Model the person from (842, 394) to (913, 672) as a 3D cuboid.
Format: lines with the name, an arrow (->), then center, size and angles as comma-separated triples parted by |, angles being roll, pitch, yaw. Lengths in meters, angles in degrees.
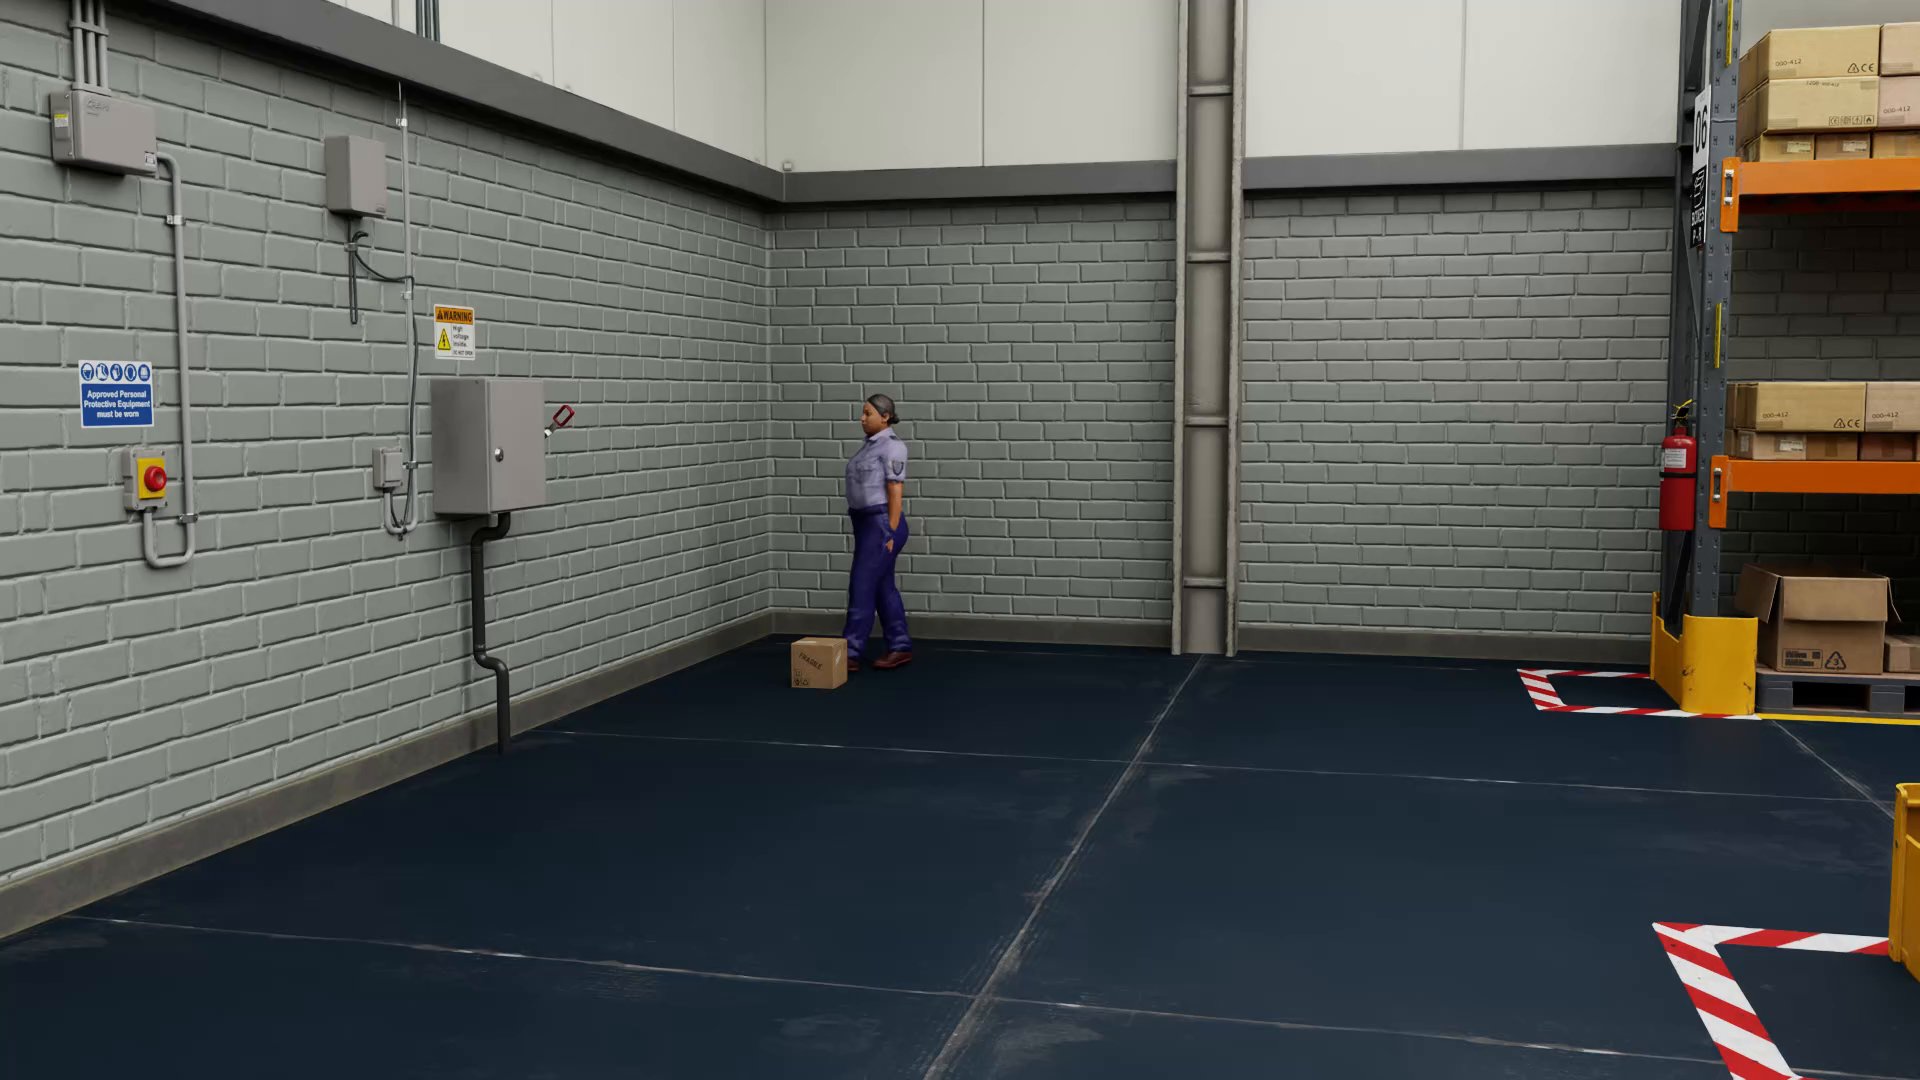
person -> -0.585, -0.046, 9.841 | 0.683, 1.634, 0.453 | -2, 5, -22
